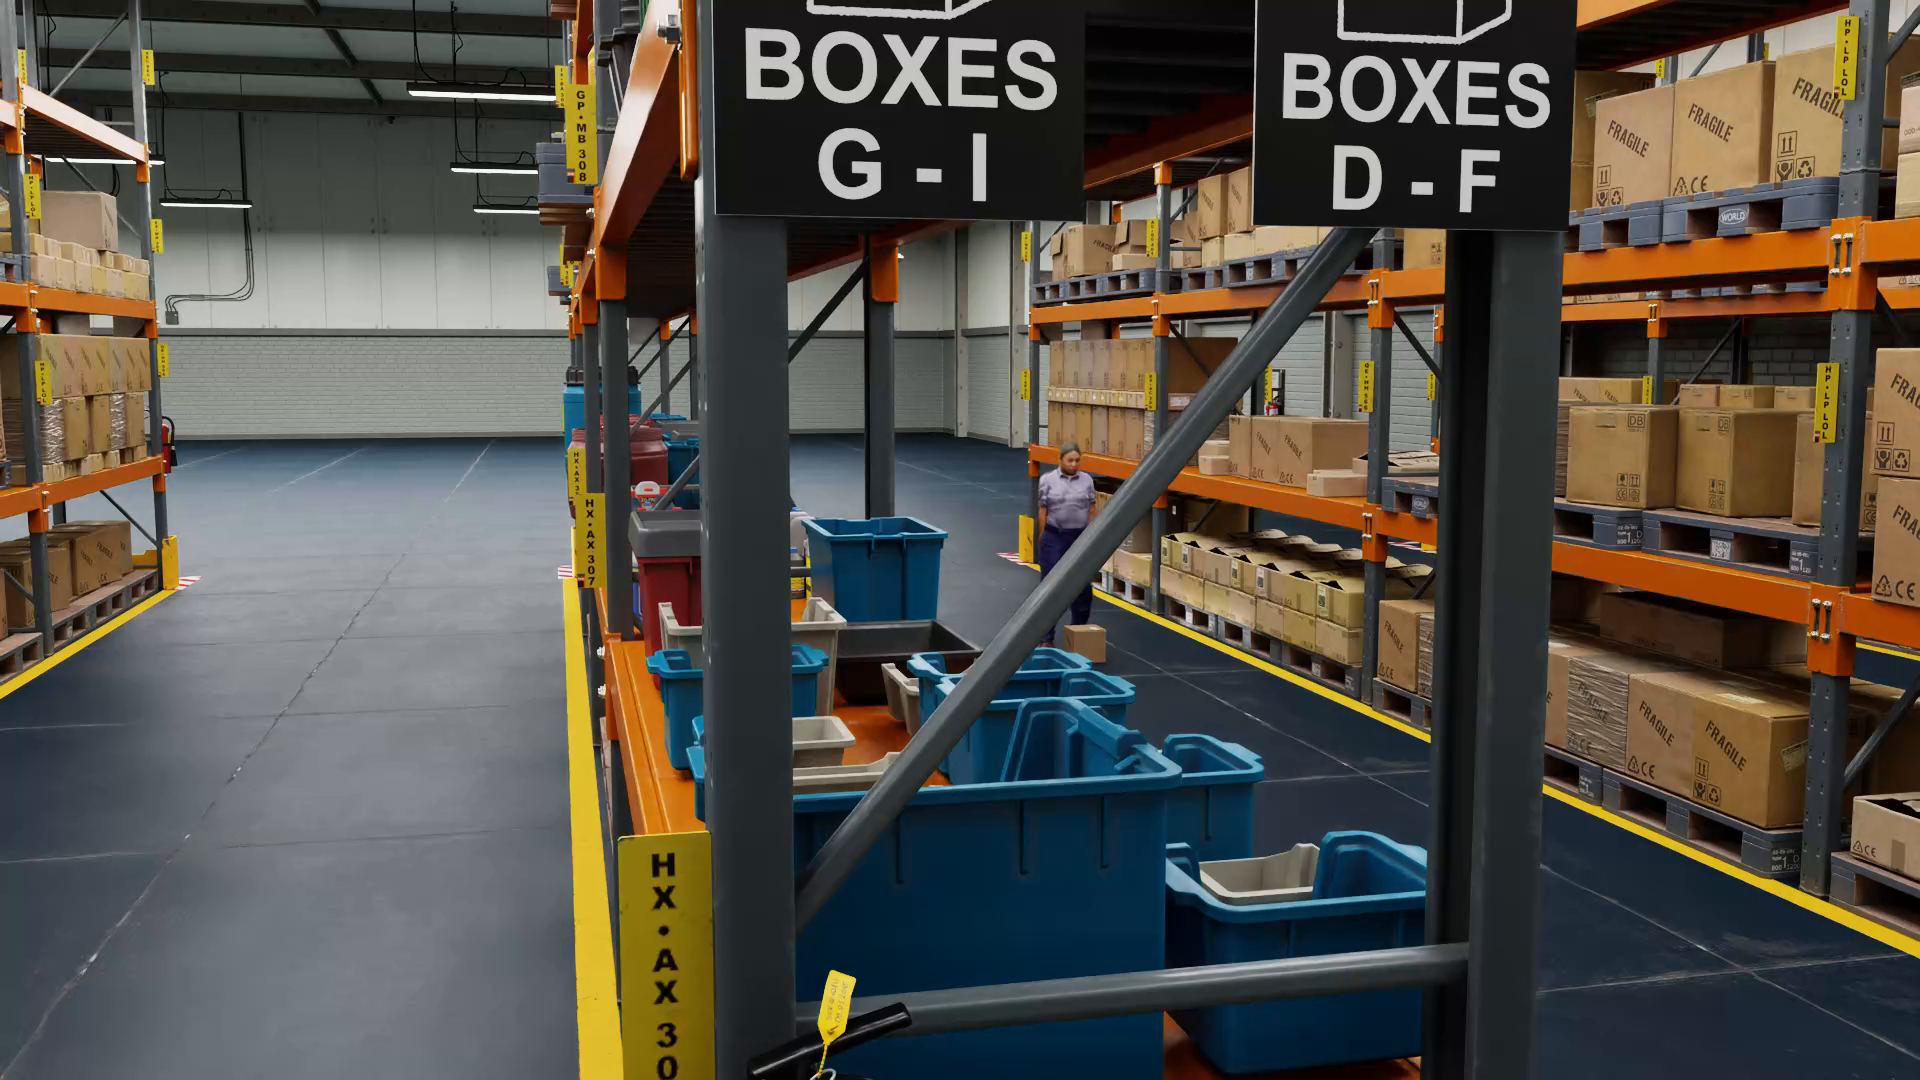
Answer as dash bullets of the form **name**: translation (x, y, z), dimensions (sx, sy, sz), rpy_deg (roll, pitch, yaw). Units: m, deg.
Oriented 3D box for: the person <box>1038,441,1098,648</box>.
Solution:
- **person**: translation (0.839, 0.051, 12.876), dimensions (0.474, 1.642, 0.339), rpy_deg (-1, 6, -13)
